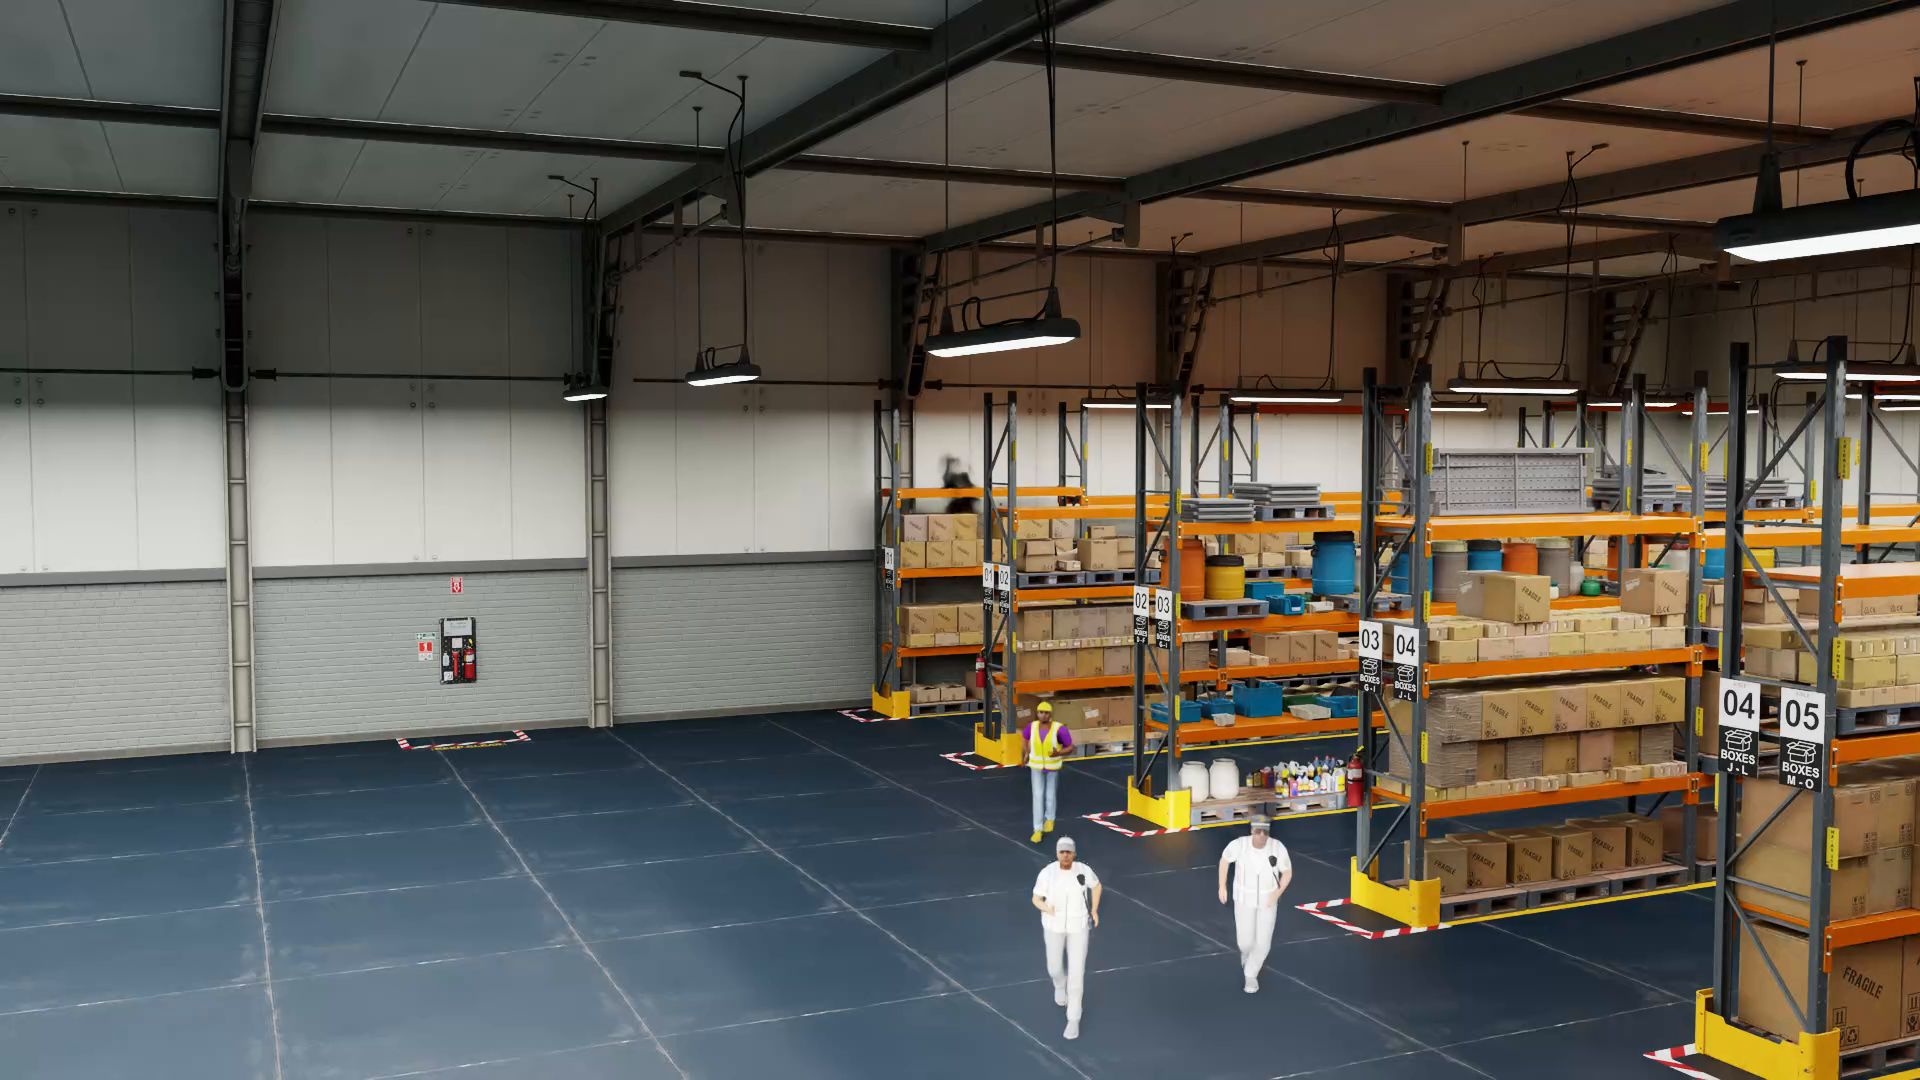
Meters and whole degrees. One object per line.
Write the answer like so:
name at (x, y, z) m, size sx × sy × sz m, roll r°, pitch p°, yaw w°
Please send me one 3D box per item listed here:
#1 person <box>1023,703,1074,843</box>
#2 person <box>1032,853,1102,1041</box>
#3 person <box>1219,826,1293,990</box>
person at (1.132, 2.979, 21.606) m, size 0.689 × 1.757 × 0.940 m, roll 1°, pitch 3°, yaw 9°
person at (0.944, 3.477, 14.720) m, size 0.611 × 1.639 × 0.929 m, roll 0°, pitch 3°, yaw 5°
person at (2.780, 3.416, 15.622) m, size 0.662 × 1.665 × 0.610 m, roll 0°, pitch 3°, yaw 3°
